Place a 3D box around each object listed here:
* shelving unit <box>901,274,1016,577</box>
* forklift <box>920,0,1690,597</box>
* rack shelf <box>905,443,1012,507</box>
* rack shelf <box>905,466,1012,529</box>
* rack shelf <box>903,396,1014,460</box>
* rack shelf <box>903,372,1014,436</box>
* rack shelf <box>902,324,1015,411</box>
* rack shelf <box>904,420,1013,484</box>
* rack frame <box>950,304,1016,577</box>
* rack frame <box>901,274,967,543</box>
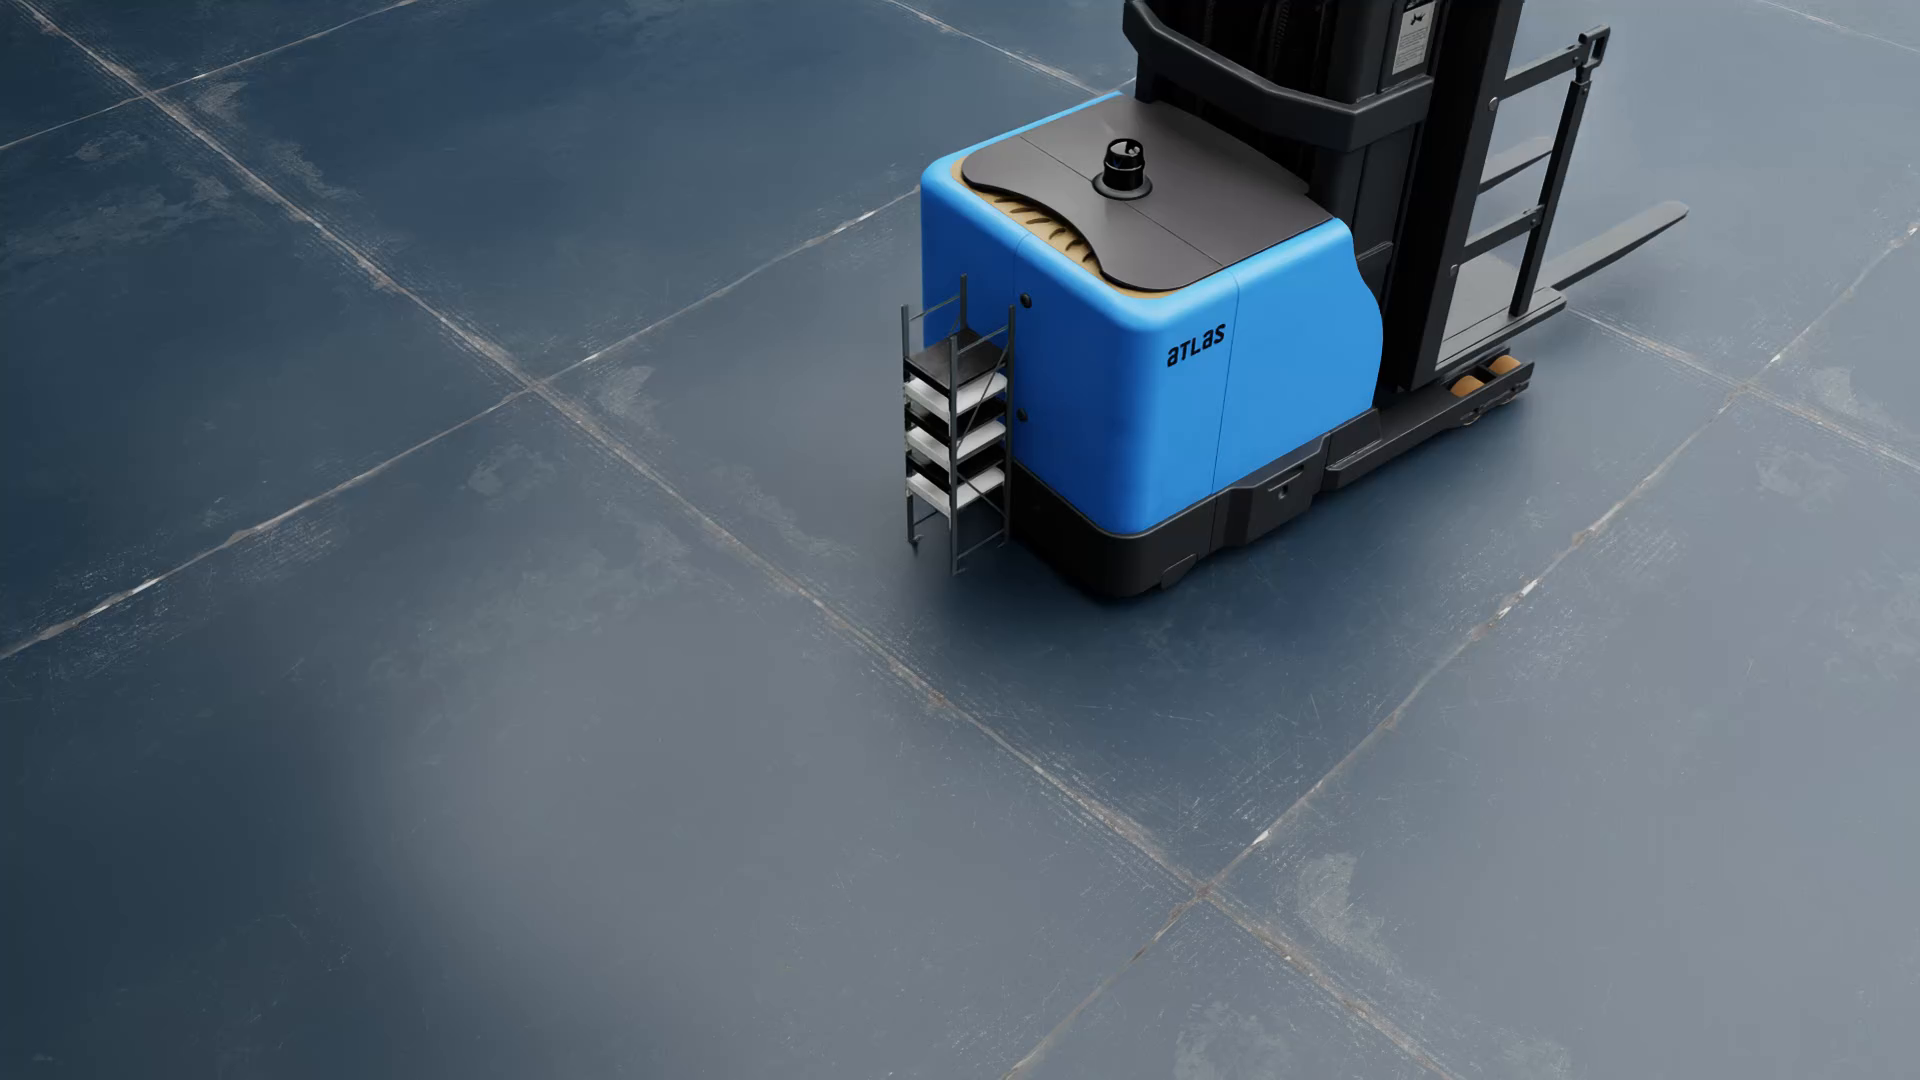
[{"bbox_3d":[-0.004,-0.323,4.937,0.258,0.900,0.210,-31,51,-29],"label":"shelving unit"},{"bbox_3d":[1.350,-1.728,4.960,3.031,2.935,1.130,-27,49,-26],"label":"forklift"},{"bbox_3d":[-0.004,-0.233,5.020,0.258,0.077,0.200,-31,51,-29],"label":"rack shelf"},{"bbox_3d":[-0.004,-0.167,5.082,0.258,0.077,0.200,-31,51,-29],"label":"rack shelf"},{"bbox_3d":[-0.004,-0.365,4.898,0.258,0.077,0.200,-31,51,-29],"label":"rack shelf"},{"bbox_3d":[-0.004,-0.431,4.837,0.258,0.077,0.200,-31,51,-29],"label":"rack shelf"},{"bbox_3d":[-0.004,-0.497,4.776,0.258,0.077,0.200,-31,51,-29],"label":"rack shelf"},{"bbox_3d":[-0.004,-0.299,4.959,0.258,0.077,0.200,-31,51,-29],"label":"rack shelf"},{"bbox_3d":[0.064,-0.272,4.881,0.240,0.900,0.006,-31,51,-29],"label":"rack frame"},{"bbox_3d":[-0.072,-0.375,4.992,0.240,0.900,0.006,-31,51,-29],"label":"rack frame"}]
